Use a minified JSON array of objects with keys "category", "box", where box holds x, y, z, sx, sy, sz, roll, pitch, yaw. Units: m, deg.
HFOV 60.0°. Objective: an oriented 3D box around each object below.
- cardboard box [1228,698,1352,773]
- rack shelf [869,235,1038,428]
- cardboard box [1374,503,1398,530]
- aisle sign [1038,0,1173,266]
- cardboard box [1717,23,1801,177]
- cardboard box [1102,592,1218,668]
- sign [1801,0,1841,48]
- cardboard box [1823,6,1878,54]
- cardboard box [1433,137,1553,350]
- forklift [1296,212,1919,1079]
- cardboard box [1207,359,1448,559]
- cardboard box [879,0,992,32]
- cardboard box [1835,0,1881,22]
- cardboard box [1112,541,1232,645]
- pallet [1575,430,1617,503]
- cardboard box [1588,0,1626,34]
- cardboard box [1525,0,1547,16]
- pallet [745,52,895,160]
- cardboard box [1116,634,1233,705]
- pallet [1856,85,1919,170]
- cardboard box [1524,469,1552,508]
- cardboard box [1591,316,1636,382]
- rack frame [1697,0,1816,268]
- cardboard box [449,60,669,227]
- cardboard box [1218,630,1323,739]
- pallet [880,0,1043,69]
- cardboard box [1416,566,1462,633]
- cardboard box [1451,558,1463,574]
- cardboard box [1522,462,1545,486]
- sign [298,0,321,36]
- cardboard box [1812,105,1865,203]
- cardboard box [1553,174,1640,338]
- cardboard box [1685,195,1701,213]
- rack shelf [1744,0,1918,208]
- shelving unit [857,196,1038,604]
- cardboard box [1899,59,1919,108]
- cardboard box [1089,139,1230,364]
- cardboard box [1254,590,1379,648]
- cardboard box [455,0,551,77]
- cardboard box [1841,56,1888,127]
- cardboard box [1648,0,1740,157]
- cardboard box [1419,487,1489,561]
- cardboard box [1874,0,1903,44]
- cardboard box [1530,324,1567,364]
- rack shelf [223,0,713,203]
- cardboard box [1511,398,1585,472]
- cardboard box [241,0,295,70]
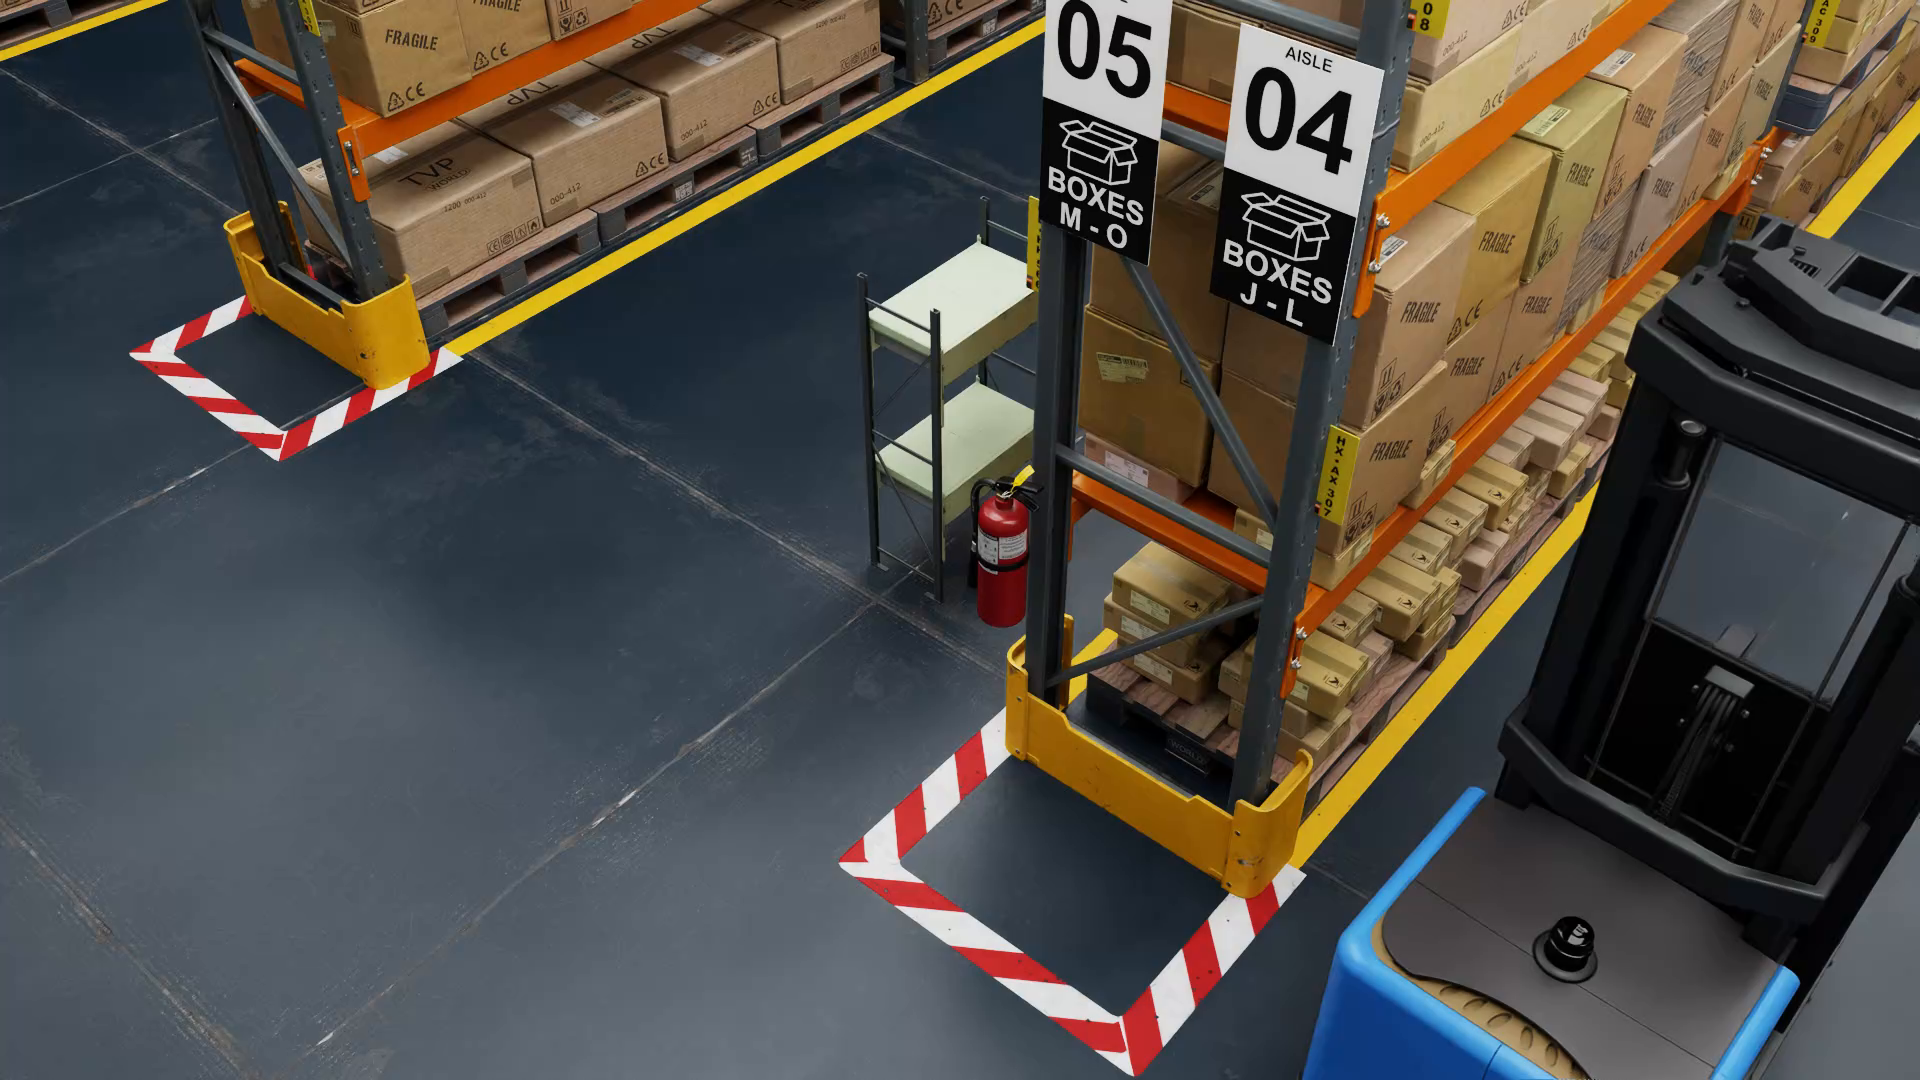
[{"category":"cardboard box","box":[1.241,0.670,6.272,0.380,0.149,0.250,31,50,29]},{"category":"rack shelf","box":[0.004,-0.847,6.669,0.431,0.370,0.720,29,50,28]},{"category":"cardboard box","box":[1.251,-0.179,5.586,0.380,0.149,0.250,31,51,30]},{"category":"aisle sign","box":[0.382,-1.152,4.537,0.394,0.787,0.004,29,50,28]},{"category":"cardboard box","box":[3.138,-1.933,7.033,0.500,0.500,0.500,30,50,28]},{"category":"cardboard box","box":[0.780,0.296,6.463,0.380,0.149,0.250,28,49,27]},{"category":"sign","box":[3.654,-2.247,7.030,0.100,0.325,0.005,29,50,28]},{"category":"cardboard box","box":[3.839,-2.334,7.423,0.380,0.149,0.250,30,50,29]},{"category":"cardboard box","box":[1.471,-0.994,5.257,0.500,0.500,0.500,31,51,30]},{"category":"forklift","box":[2.398,0.314,4.909,1.130,2.935,3.031,31,51,30]},{"category":"cardboard box","box":[1.159,-0.356,5.299,0.500,0.500,0.500,32,51,30]},{"category":"cardboard box","box":[-0.283,-3.972,10.838,0.875,0.875,0.875,31,51,30]},{"category":"cardboard box","box":[3.839,-2.444,7.322,0.380,0.149,0.250,32,51,30]},{"category":"cardboard box","box":[0.806,0.199,6.348,0.380,0.149,0.250,30,50,29]},{"category":"pallet","box":[2.828,-0.765,8.116,1.003,0.211,1.213,29,50,28]},{"category":"cardboard box","box":[1.808,-1.813,5.078,0.500,0.250,0.500,28,49,27]},{"category":"cardboard box","box":[1.476,-1.720,4.604,0.500,0.250,0.500,29,50,28]},{"category":"pallet","box":[-1.170,-2.859,10.420,1.003,0.211,1.213,29,50,28]},{"category":"cardboard box","box":[0.838,0.440,6.525,0.380,0.149,0.250,30,50,29]},{"category":"pallet","box":[5.304,-2.784,10.337,1.003,0.211,1.213,29,50,28]},{"category":"cardboard box","box":[2.356,-0.270,7.307,0.380,0.149,0.250,30,50,29]},{"category":"cardboard box","box":[2.915,-0.902,7.560,0.380,0.149,0.250,29,50,28]},{"category":"rack frame","box":[3.233,-2.157,7.575,1.000,3.000,0.127,29,50,28]},{"category":"cardboard box","box":[-2.264,-2.254,9.274,0.875,0.438,0.875,31,51,29]},{"category":"cardboard box","box":[1.193,0.533,6.202,0.380,0.149,0.250,32,51,30]},{"category":"pallet","box":[-0.181,-3.647,11.286,1.003,0.211,1.213,29,50,28]},{"category":"cardboard box","box":[1.750,0.167,6.605,0.380,0.149,0.250,31,51,30]},{"category":"cardboard box","box":[1.841,0.113,6.886,0.380,0.149,0.250,30,50,29]},{"category":"cardboard box","box":[2.377,-0.422,7.253,0.380,0.149,0.250,27,49,27]},{"category":"sign","box":[-2.774,-2.295,7.024,0.100,0.325,0.005,29,50,28]},{"category":"cardboard box","box":[4.578,-2.202,9.171,0.500,0.500,0.500,30,50,29]},{"category":"cardboard box","box":[2.133,-1.155,6.177,0.500,0.500,0.500,28,49,27]},{"category":"cardboard box","box":[2.929,-1.524,7.066,0.380,0.149,0.250,32,51,30]},{"category":"rack shelf","box":[4.521,-2.921,8.950,1.077,0.370,4.000,29,50,28]},{"category":"shelving unit","box":[0.004,-0.558,6.932,0.431,1.500,0.755,29,50,28]},{"category":"cardboard box","box":[5.584,-2.996,10.043,0.500,0.500,0.500,29,50,28]},{"category":"cardboard box","box":[0.763,-0.958,5.218,0.500,0.500,0.500,28,49,28]},{"category":"cardboard box","box":[1.342,0.265,6.276,0.380,0.149,0.250,30,50,29]},{"category":"cardboard box","box":[-2.362,-2.621,8.011,0.500,0.500,0.500,29,50,28]},{"category":"cardboard box","box":[4.584,-2.467,8.905,0.500,0.250,0.500,31,51,30]},{"category":"cardboard box","box":[2.469,-1.789,6.132,0.500,0.500,0.500,31,51,29]},{"category":"cardboard box","box":[1.884,-0.112,6.690,0.380,0.149,0.250,32,51,30]},{"category":"cardboard box","box":[4.177,-2.496,7.822,0.380,0.149,0.250,30,50,29]},{"category":"cardboard box","box":[2.083,-0.855,6.330,0.380,0.149,0.250,31,51,30]},{"category":"rack shelf","box":[-1.907,-2.953,8.985,1.077,0.370,4.000,29,50,28]},{"category":"cardboard box","box":[2.420,-0.479,7.094,0.380,0.149,0.250,28,49,27]},{"category":"cardboard box","box":[-3.087,-2.589,7.975,0.500,0.500,0.500,30,50,29]}]
